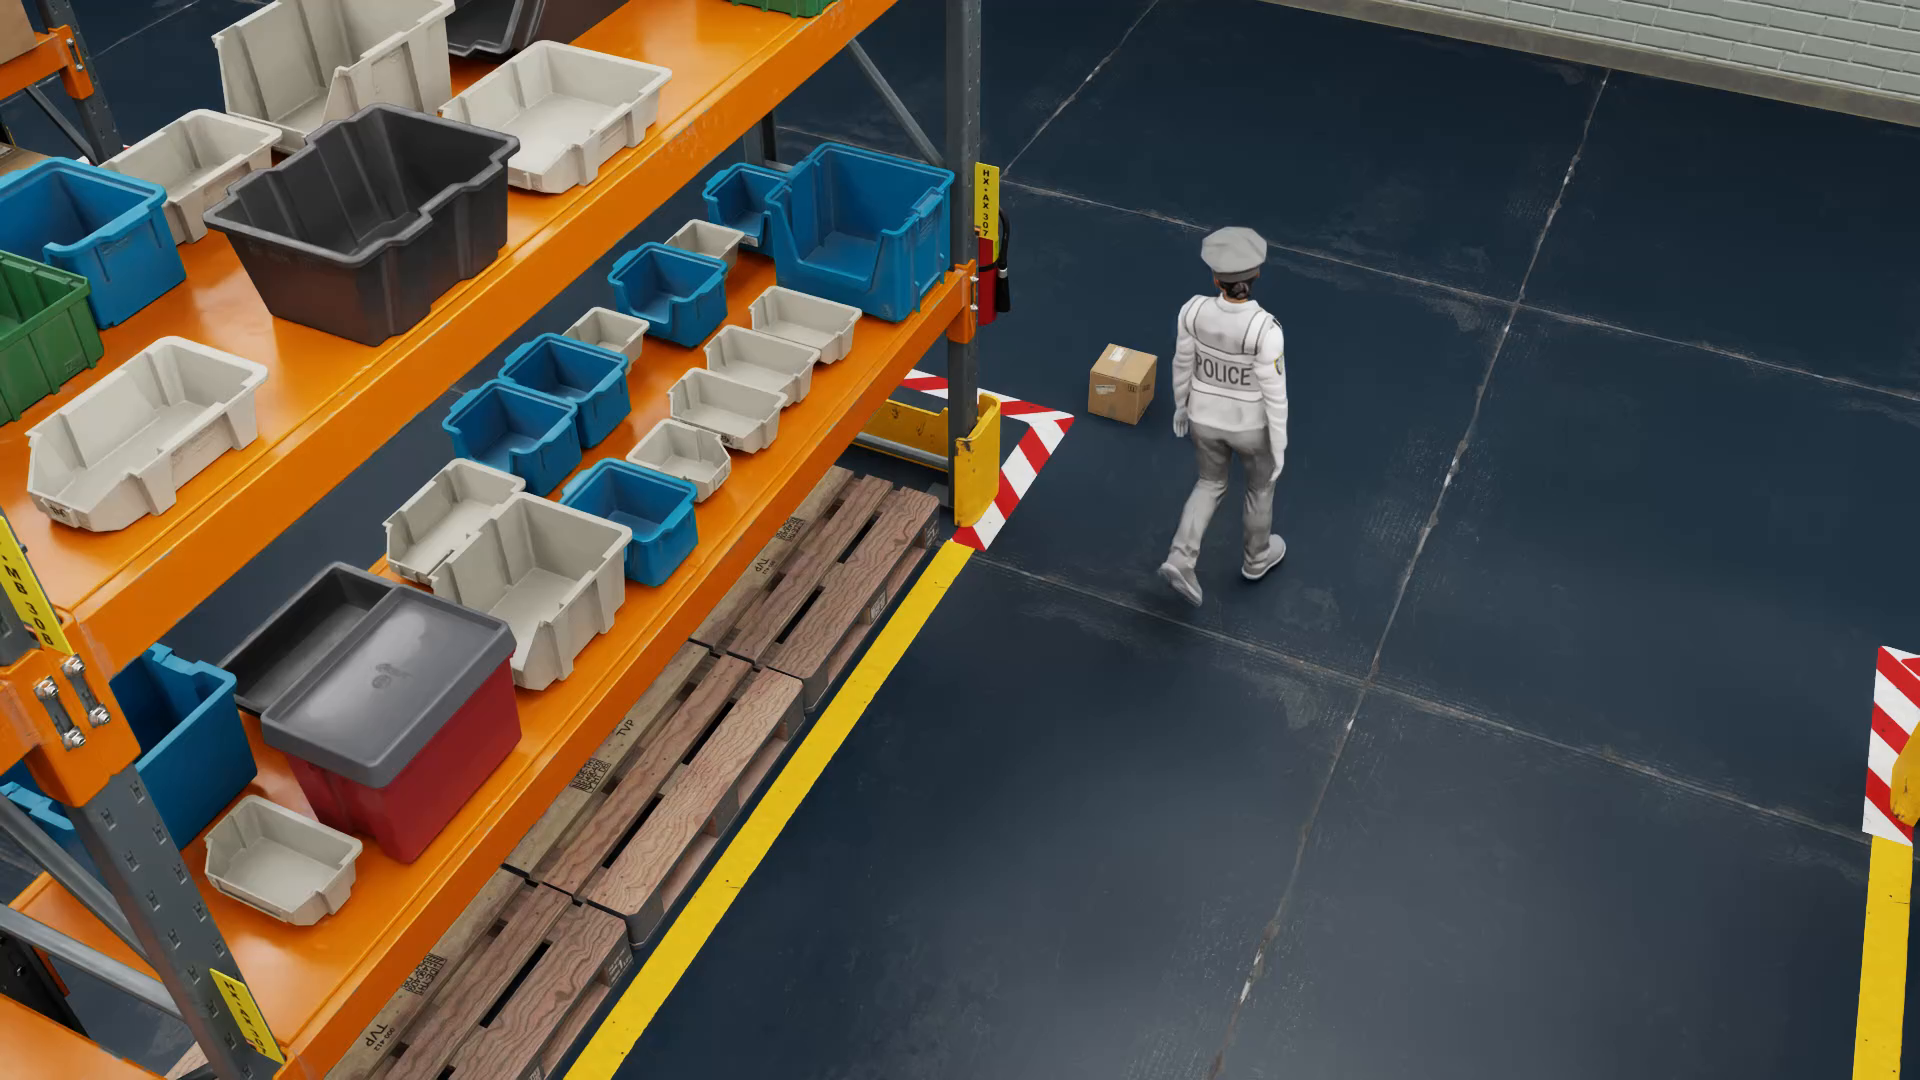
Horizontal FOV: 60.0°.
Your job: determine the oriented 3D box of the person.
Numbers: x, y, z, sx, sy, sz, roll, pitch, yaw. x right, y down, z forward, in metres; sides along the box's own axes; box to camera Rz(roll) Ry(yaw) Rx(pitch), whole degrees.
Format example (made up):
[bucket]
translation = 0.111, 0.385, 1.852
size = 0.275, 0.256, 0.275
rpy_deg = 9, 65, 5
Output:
[person]
translation = 1.074, -0.467, 6.663
size = 0.535, 1.629, 0.651
rpy_deg = 22, 47, 23
